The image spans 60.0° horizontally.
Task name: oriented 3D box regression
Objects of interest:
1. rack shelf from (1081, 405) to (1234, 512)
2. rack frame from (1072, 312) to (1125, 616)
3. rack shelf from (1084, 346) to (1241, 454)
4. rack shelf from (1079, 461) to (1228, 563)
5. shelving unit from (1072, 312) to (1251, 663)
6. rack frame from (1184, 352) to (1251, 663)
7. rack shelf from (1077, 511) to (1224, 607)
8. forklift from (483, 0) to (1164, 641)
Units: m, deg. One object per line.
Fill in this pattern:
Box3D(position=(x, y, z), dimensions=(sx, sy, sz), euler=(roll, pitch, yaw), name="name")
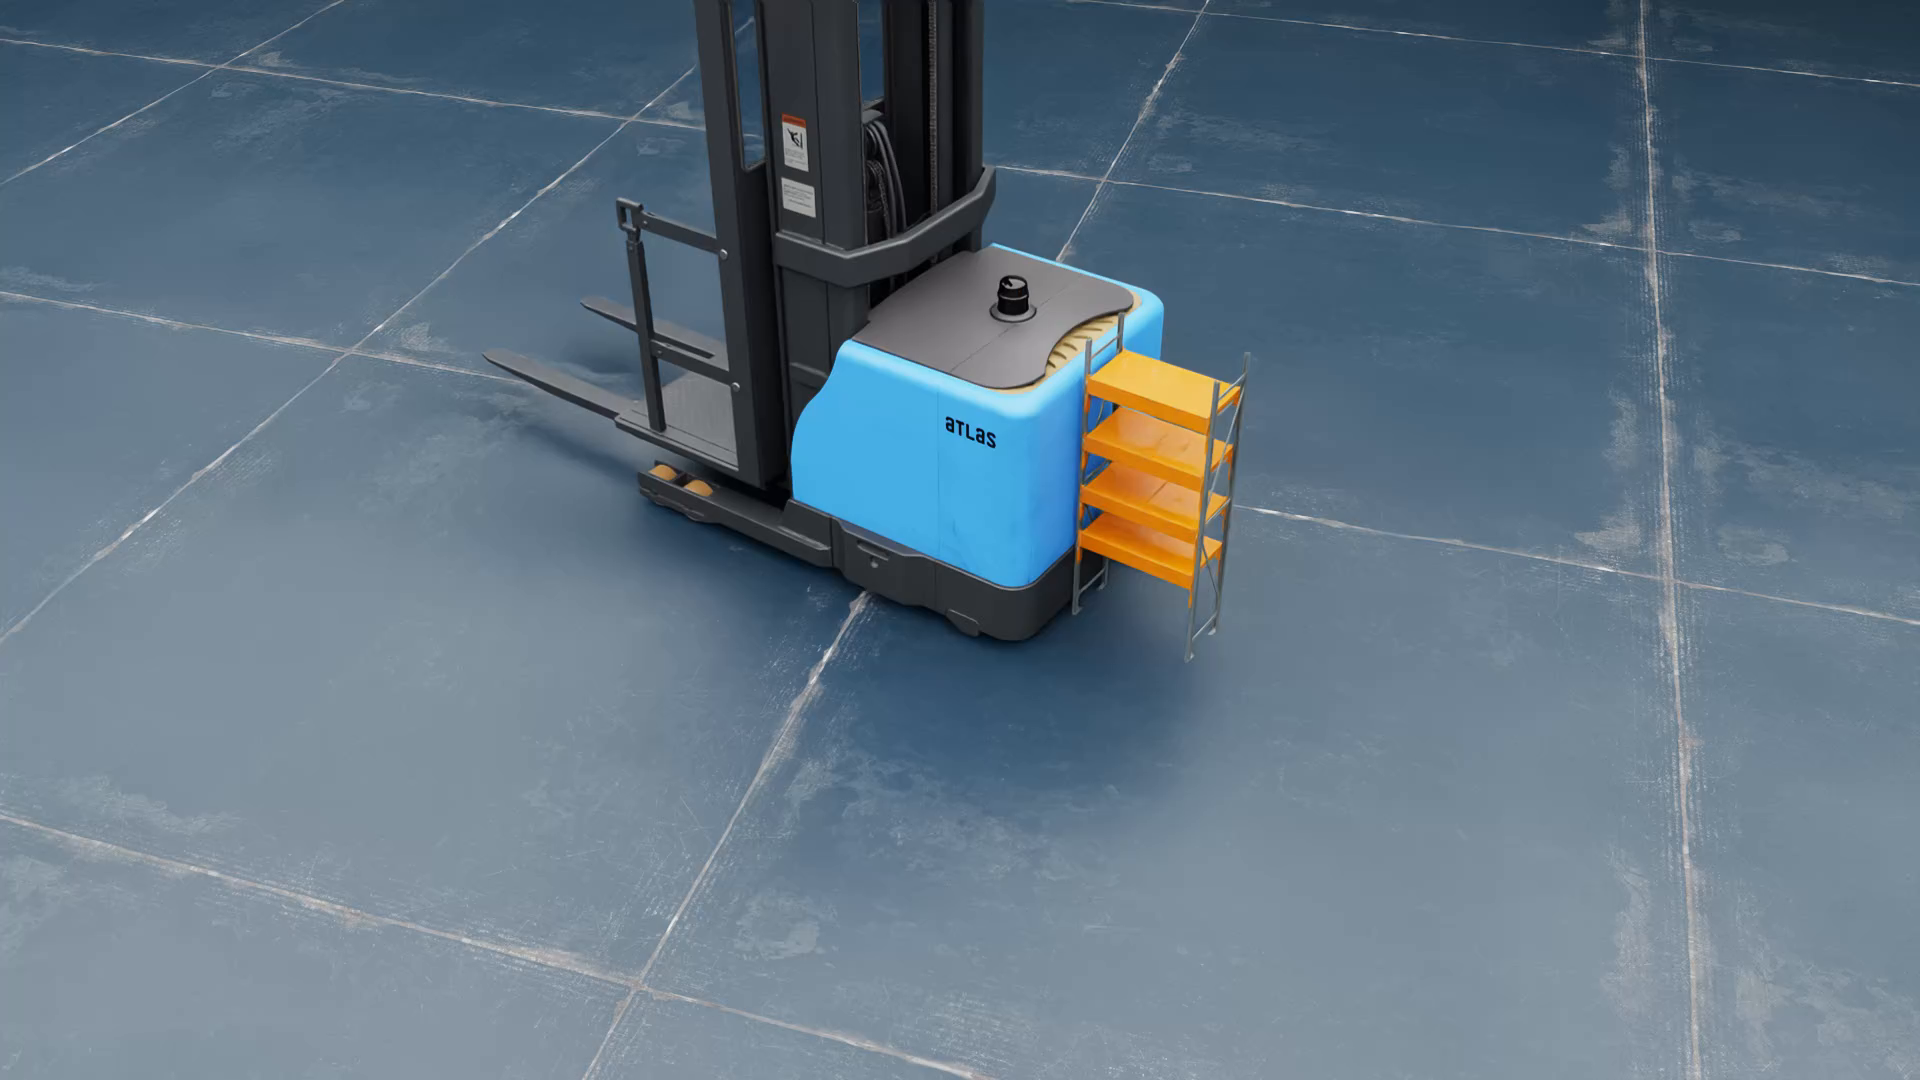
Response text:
Box3D(position=(0.702, -0.297, 5.878), dimensions=(0.480, 0.148, 0.258), euler=(22, 42, 27), name="rack shelf")
Box3D(position=(0.501, -0.254, 6.082), dimensions=(0.015, 1.200, 0.240), euler=(22, 42, 27), name="rack frame")
Box3D(position=(0.702, -0.488, 5.738), dimensions=(0.480, 0.148, 0.258), euler=(22, 42, 27), name="rack shelf")
Box3D(position=(0.702, -0.117, 6.010), dimensions=(0.480, 0.148, 0.258), euler=(22, 42, 27), name="rack shelf")
Box3D(position=(0.702, -0.171, 5.971), dimensions=(0.503, 1.200, 0.258), euler=(22, 42, 27), name="shelving unit")
Box3D(position=(0.902, -0.089, 5.859), dimensions=(0.015, 1.200, 0.240), euler=(22, 42, 27), name="rack frame")
Box3D(position=(0.702, 0.043, 6.128), dimensions=(0.480, 0.148, 0.258), euler=(22, 42, 27), name="rack shelf")
Box3D(position=(-0.726, -1.493, 6.306), dimensions=(3.031, 2.935, 1.130), euler=(22, 42, 27), name="forklift")
